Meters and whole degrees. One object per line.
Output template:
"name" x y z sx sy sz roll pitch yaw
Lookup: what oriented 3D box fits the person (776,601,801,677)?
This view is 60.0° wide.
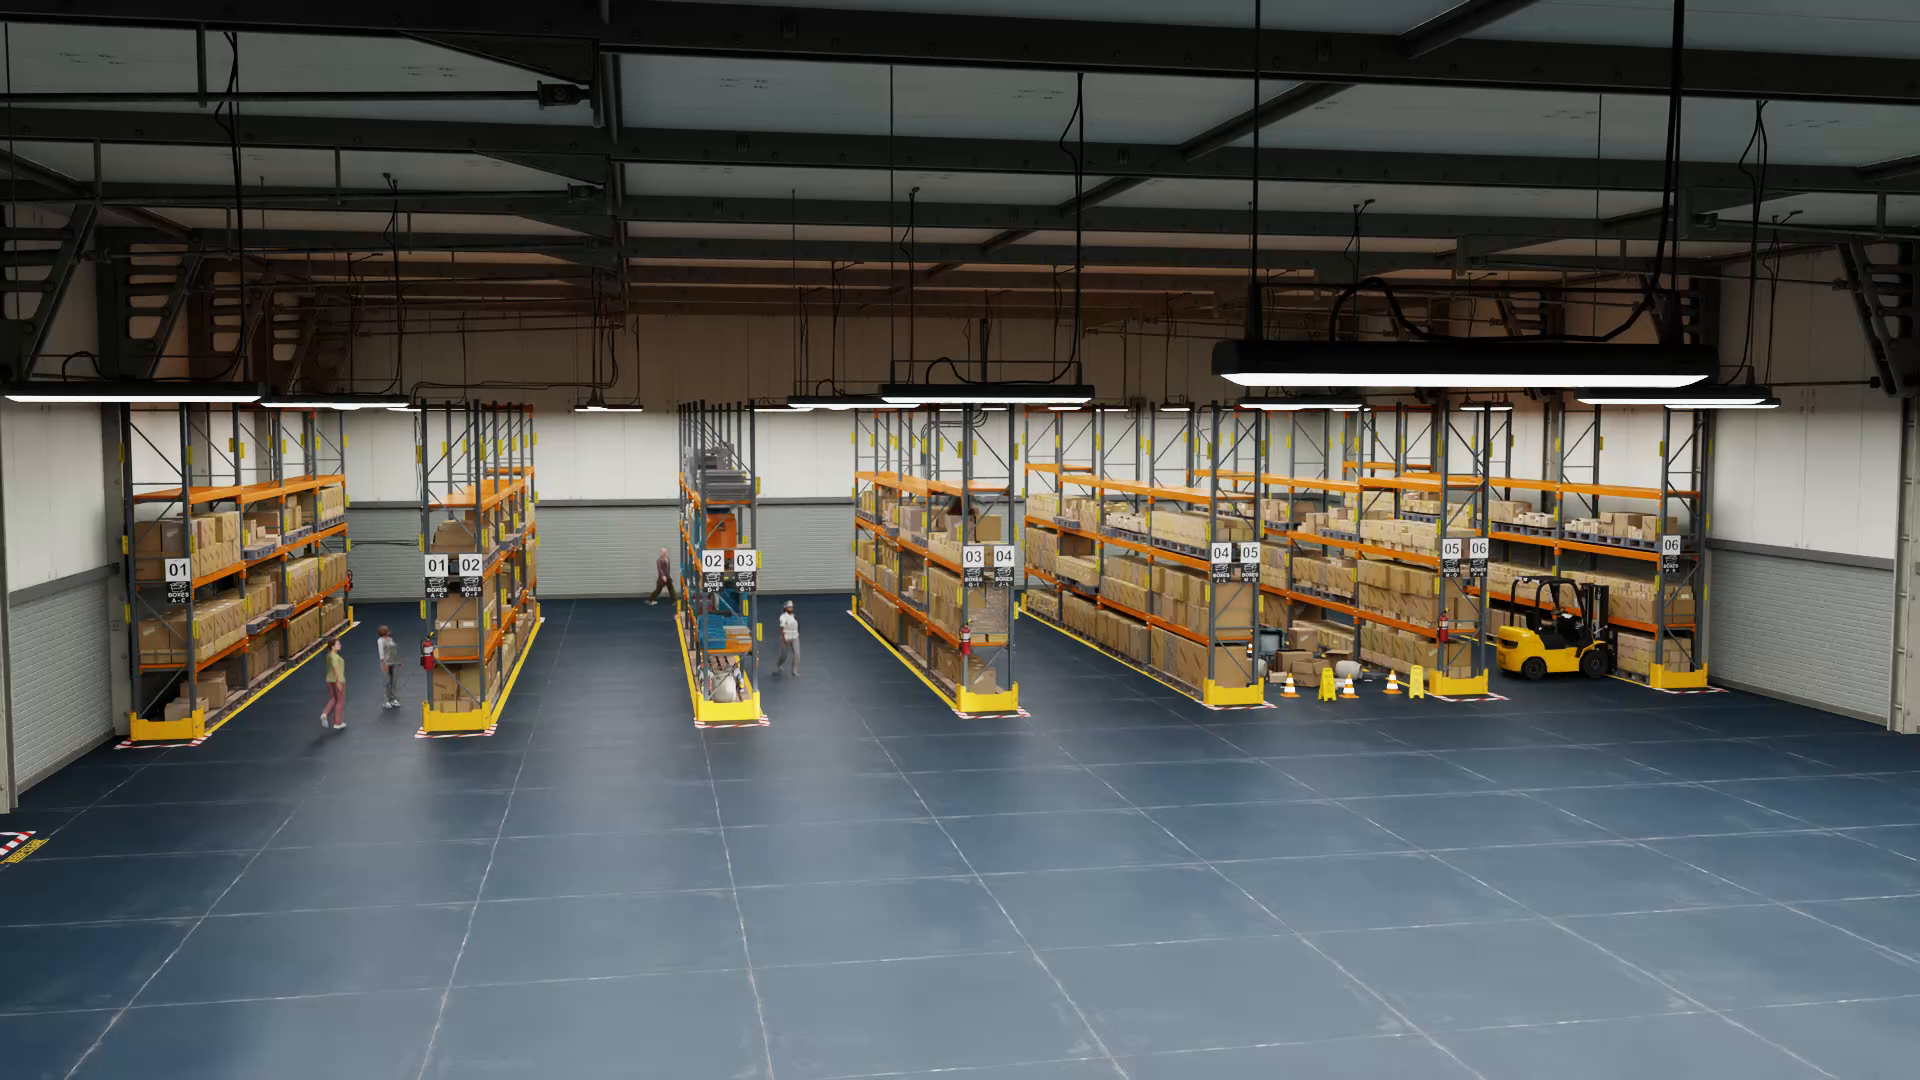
"person" -3.738 2.144 36.339 0.457 1.645 0.846 -2 5 -28

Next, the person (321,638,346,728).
"person" -11.370 2.601 30.166 0.442 1.661 0.536 2 5 22

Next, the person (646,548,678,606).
"person" -8.816 1.123 49.697 1.137 1.717 0.695 1 4 8

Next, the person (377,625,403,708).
"person" -11.195 2.475 32.697 0.416 1.606 0.463 3 5 31
